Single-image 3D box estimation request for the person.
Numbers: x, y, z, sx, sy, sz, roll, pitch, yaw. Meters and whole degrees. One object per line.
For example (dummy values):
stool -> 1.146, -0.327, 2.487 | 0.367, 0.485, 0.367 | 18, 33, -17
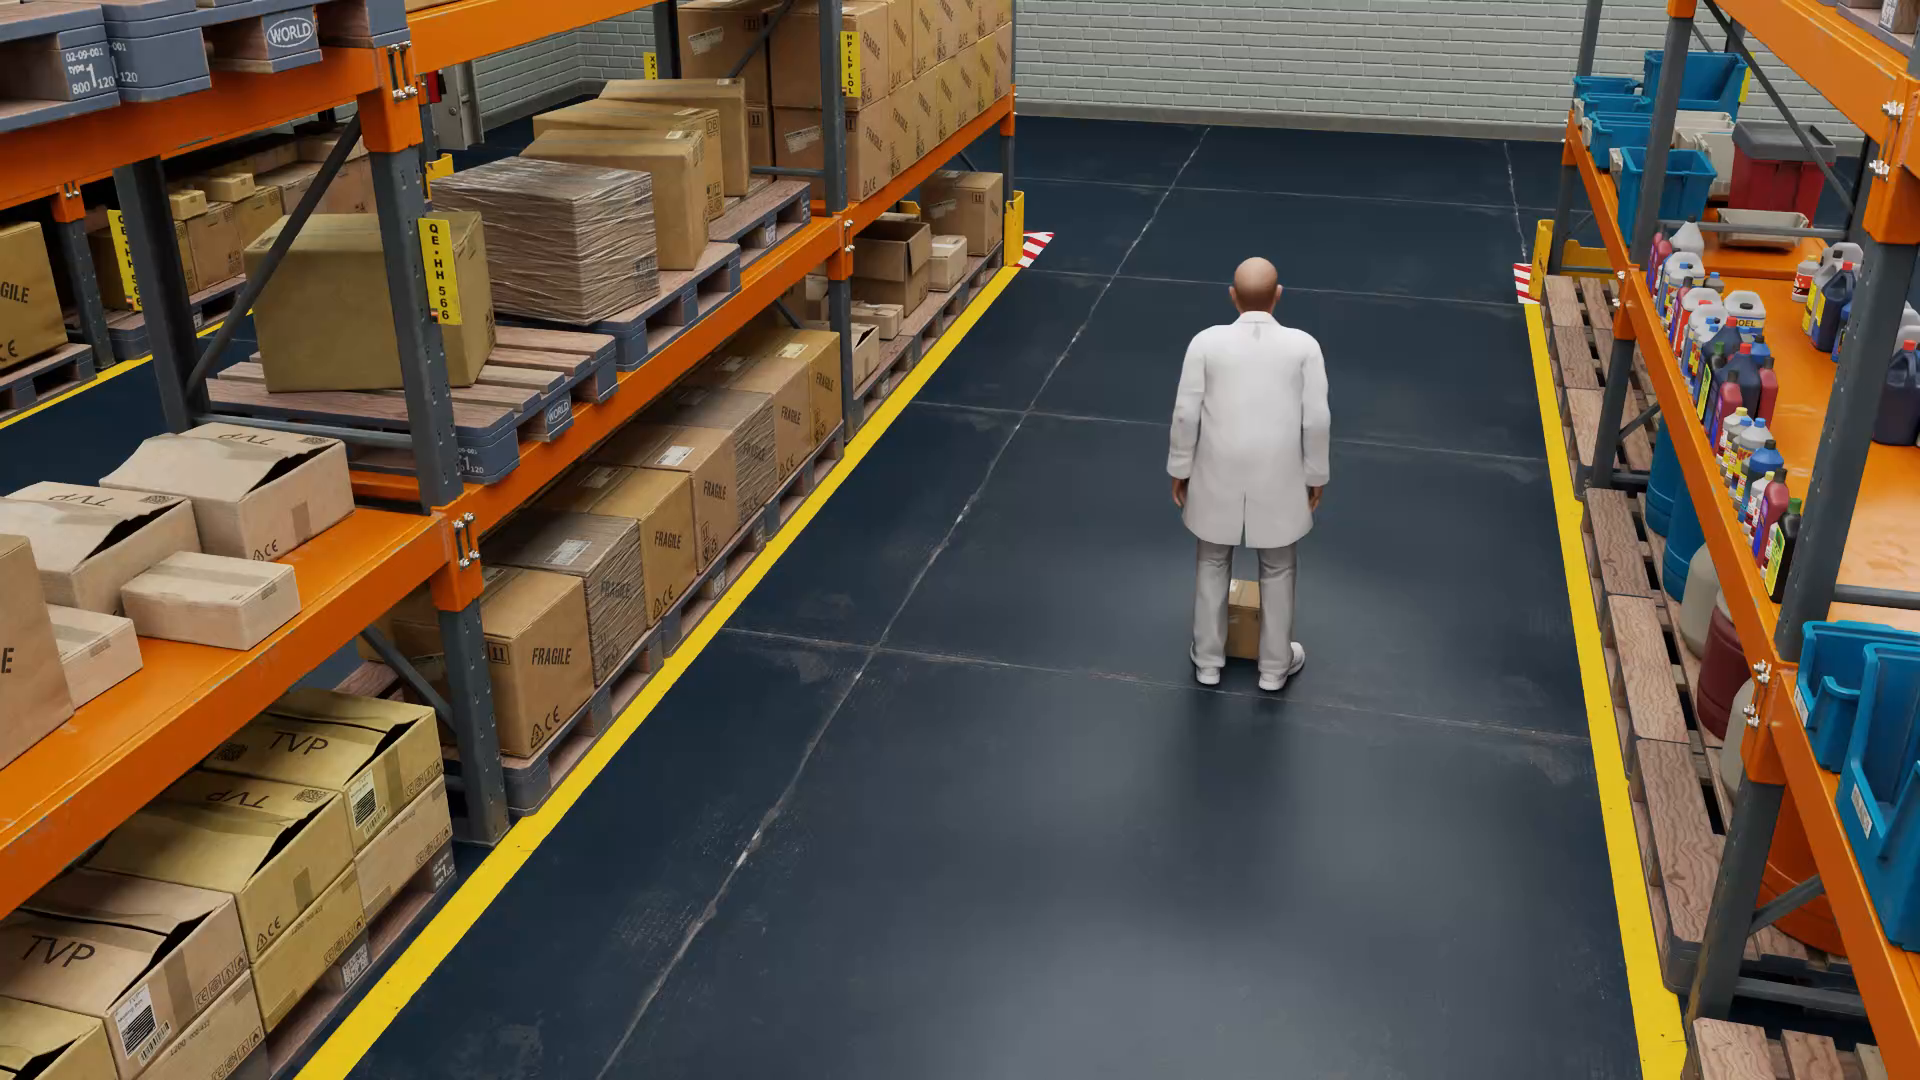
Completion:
person -> 1.150, -0.250, 6.664 | 0.645, 1.772, 0.429 | 5, 25, 10
